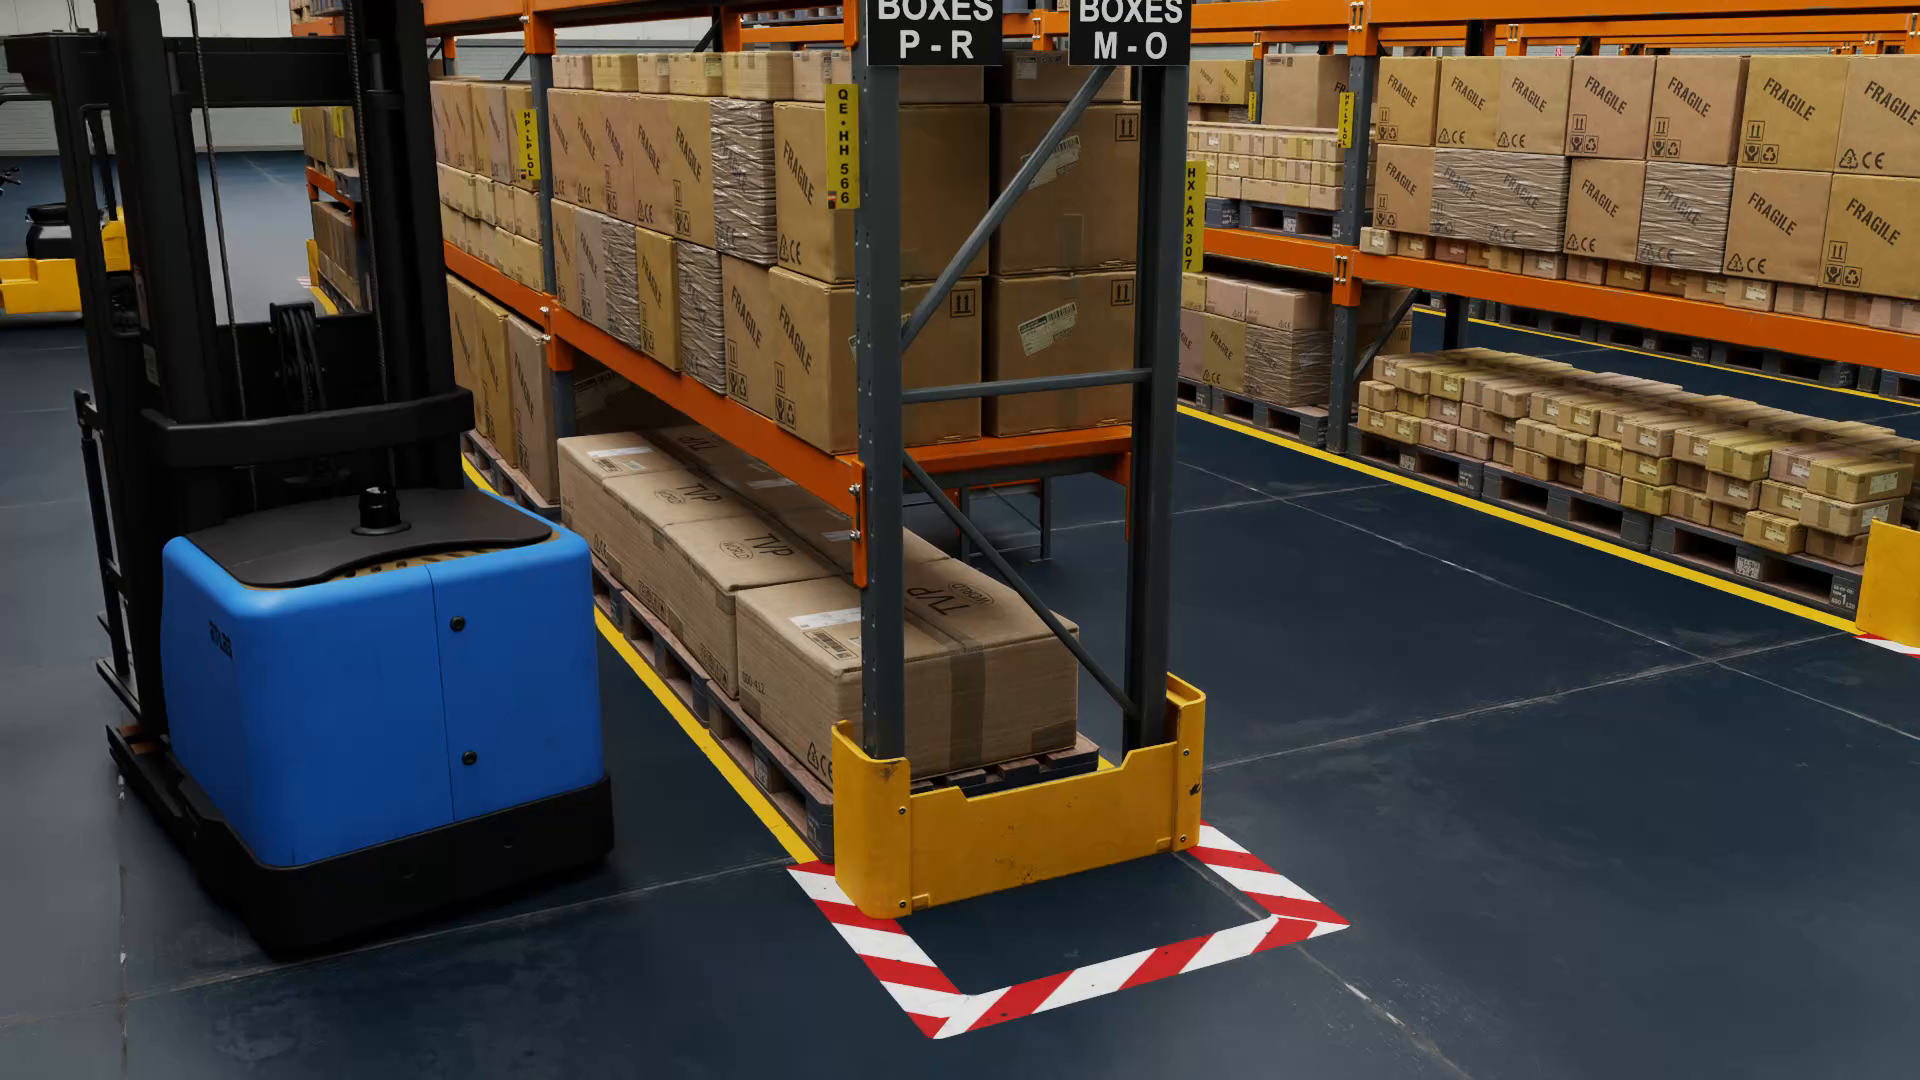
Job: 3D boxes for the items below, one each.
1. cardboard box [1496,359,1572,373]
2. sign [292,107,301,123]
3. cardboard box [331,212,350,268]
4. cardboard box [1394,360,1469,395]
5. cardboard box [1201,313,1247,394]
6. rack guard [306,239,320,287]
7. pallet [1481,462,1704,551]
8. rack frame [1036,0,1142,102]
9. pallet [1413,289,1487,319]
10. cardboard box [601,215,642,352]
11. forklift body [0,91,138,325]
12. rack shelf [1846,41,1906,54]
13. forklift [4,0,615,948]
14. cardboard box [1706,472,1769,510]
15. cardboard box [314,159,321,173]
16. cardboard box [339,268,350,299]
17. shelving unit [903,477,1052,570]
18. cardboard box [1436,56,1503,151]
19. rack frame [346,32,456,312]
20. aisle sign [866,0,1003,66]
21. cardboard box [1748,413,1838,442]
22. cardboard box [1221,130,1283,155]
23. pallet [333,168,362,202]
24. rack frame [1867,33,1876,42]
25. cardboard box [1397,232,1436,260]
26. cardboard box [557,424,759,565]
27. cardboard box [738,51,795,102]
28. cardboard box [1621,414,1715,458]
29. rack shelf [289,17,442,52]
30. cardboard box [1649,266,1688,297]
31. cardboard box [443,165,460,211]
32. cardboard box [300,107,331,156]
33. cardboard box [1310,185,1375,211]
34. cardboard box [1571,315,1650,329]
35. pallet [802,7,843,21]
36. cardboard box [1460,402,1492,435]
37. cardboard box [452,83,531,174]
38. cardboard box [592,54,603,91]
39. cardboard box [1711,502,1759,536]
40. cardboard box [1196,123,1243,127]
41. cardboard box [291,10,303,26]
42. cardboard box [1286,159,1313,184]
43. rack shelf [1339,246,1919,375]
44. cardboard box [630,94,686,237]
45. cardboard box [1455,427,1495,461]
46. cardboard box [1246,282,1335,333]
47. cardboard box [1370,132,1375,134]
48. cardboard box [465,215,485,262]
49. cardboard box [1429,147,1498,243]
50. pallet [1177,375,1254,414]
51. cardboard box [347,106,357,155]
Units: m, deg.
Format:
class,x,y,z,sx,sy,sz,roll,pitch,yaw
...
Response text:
class,x,y,z,sx,sy,sz,roll,pitch,yaw
cardboard box,3.490,-0.998,10.119,0.380,0.149,0.250,-8,18,-25
sign,-7.313,-4.760,18.329,0.100,0.325,0.005,-8,18,-25
cardboard box,-6.023,-3.024,16.716,0.500,0.500,0.500,-7,17,-22
cardboard box,2.869,-0.988,10.086,0.380,0.149,0.250,-7,17,-22
cardboard box,2.062,-1.338,11.744,0.500,0.500,0.500,-8,18,-26
rack guard,-6.793,-3.189,18.956,1.175,0.500,0.348,-8,18,-25
pallet,3.701,-0.251,9.244,1.003,0.211,1.213,-8,18,-25
rack frame,1.084,-3.049,13.936,1.000,3.000,0.127,-8,18,-25
pallet,5.246,-2.477,16.998,1.003,0.211,1.213,-8,18,-25
cardboard box,-1.170,-1.084,6.910,0.500,0.500,0.500,-8,18,-25
forklift body,-8.815,-3.151,15.830,2.313,2.155,1.214,-8,18,-25
rack shelf,13.618,-6.411,21.519,1.077,0.370,4.000,-8,18,-25
forklift,-2.376,-0.623,5.607,1.130,2.935,3.031,-12,20,-36
cardboard box,3.872,-0.265,8.102,0.380,0.149,0.250,-8,18,-27
cardboard box,-6.627,-3.974,17.617,0.380,0.149,0.250,-7,18,-24
cardboard box,-5.816,-2.542,16.396,0.500,0.250,0.500,-8,18,-26
shelving unit,0.003,-0.539,8.590,0.538,1.125,1.048,-8,18,-25
cardboard box,3.056,-2.460,9.353,0.500,0.500,0.500,-8,18,-27
rack frame,-5.073,-3.417,15.221,1.000,3.000,0.127,-8,18,-25
aisle sign,-0.063,-1.636,4.301,0.394,0.787,0.004,-8,18,-25
cardboard box,4.258,-0.537,8.512,0.380,0.149,0.250,-9,18,-28
cardboard box,2.036,-2.757,11.536,0.380,0.149,0.250,-8,18,-27
pallet,-4.869,-3.118,14.526,1.003,0.211,1.213,-8,18,-25
rack frame,10.040,-4.221,18.023,1.000,3.000,0.127,-8,18,-25
cardboard box,2.847,-1.771,9.940,0.380,0.149,0.250,-7,17,-23
cardboard box,-1.390,-0.235,8.016,0.875,0.438,0.875,-8,18,-26
cardboard box,-0.475,-1.461,5.233,0.380,0.149,0.250,-8,18,-25
cardboard box,3.619,-0.533,8.498,0.380,0.149,0.250,-7,17,-23
rack shelf,-5.950,-5.009,16.634,1.077,0.370,4.000,-8,18,-25
cardboard box,3.707,-1.321,8.371,0.380,0.149,0.250,-8,18,-27
cardboard box,-2.888,-2.185,10.292,0.500,0.250,0.500,-8,18,-25
cardboard box,-6.868,-4.449,18.096,0.500,0.500,0.500,-8,18,-26
cardboard box,2.485,-2.212,10.717,0.380,0.149,0.250,-8,18,-26
cardboard box,6.255,-2.408,14.794,1.225,0.875,0.875,-8,18,-25
pallet,-1.017,-5.644,17.702,1.003,0.211,1.213,-8,18,-25
cardboard box,3.154,-0.728,9.716,0.380,0.149,0.250,-9,18,-28
cardboard box,-2.668,-2.425,9.768,0.500,0.500,0.500,-7,18,-24
cardboard box,-1.333,-1.975,7.027,0.380,0.149,0.250,-8,18,-25
cardboard box,3.929,-0.129,8.170,0.380,0.149,0.250,-8,18,-25
cardboard box,2.054,-3.156,12.927,0.380,0.149,0.250,-7,17,-23
cardboard box,-6.972,-5.609,17.875,0.380,0.149,0.250,-8,18,-25
cardboard box,2.368,-2.421,10.904,0.380,0.149,0.250,-8,18,-25
rack shelf,3.713,-1.215,8.851,1.077,0.370,4.000,-8,18,-25
cardboard box,-0.929,-1.435,6.320,0.500,0.500,0.500,-8,18,-25
cardboard box,3.136,-0.581,9.744,0.380,0.149,0.250,-8,18,-26
cardboard box,2.283,-1.572,11.201,0.500,0.250,0.500,-8,18,-26
cardboard box,2.840,-2.709,11.370,0.380,0.149,0.250,-7,18,-24
cardboard box,-2.648,-1.824,9.939,0.500,0.250,0.500,-8,18,-25
cardboard box,3.050,-1.973,9.467,0.500,0.500,0.500,-8,18,-25
pallet,1.956,-1.212,12.592,1.003,0.211,1.213,-8,18,-25
cardboard box,-4.906,-3.535,14.150,0.500,0.500,0.500,-8,18,-25
